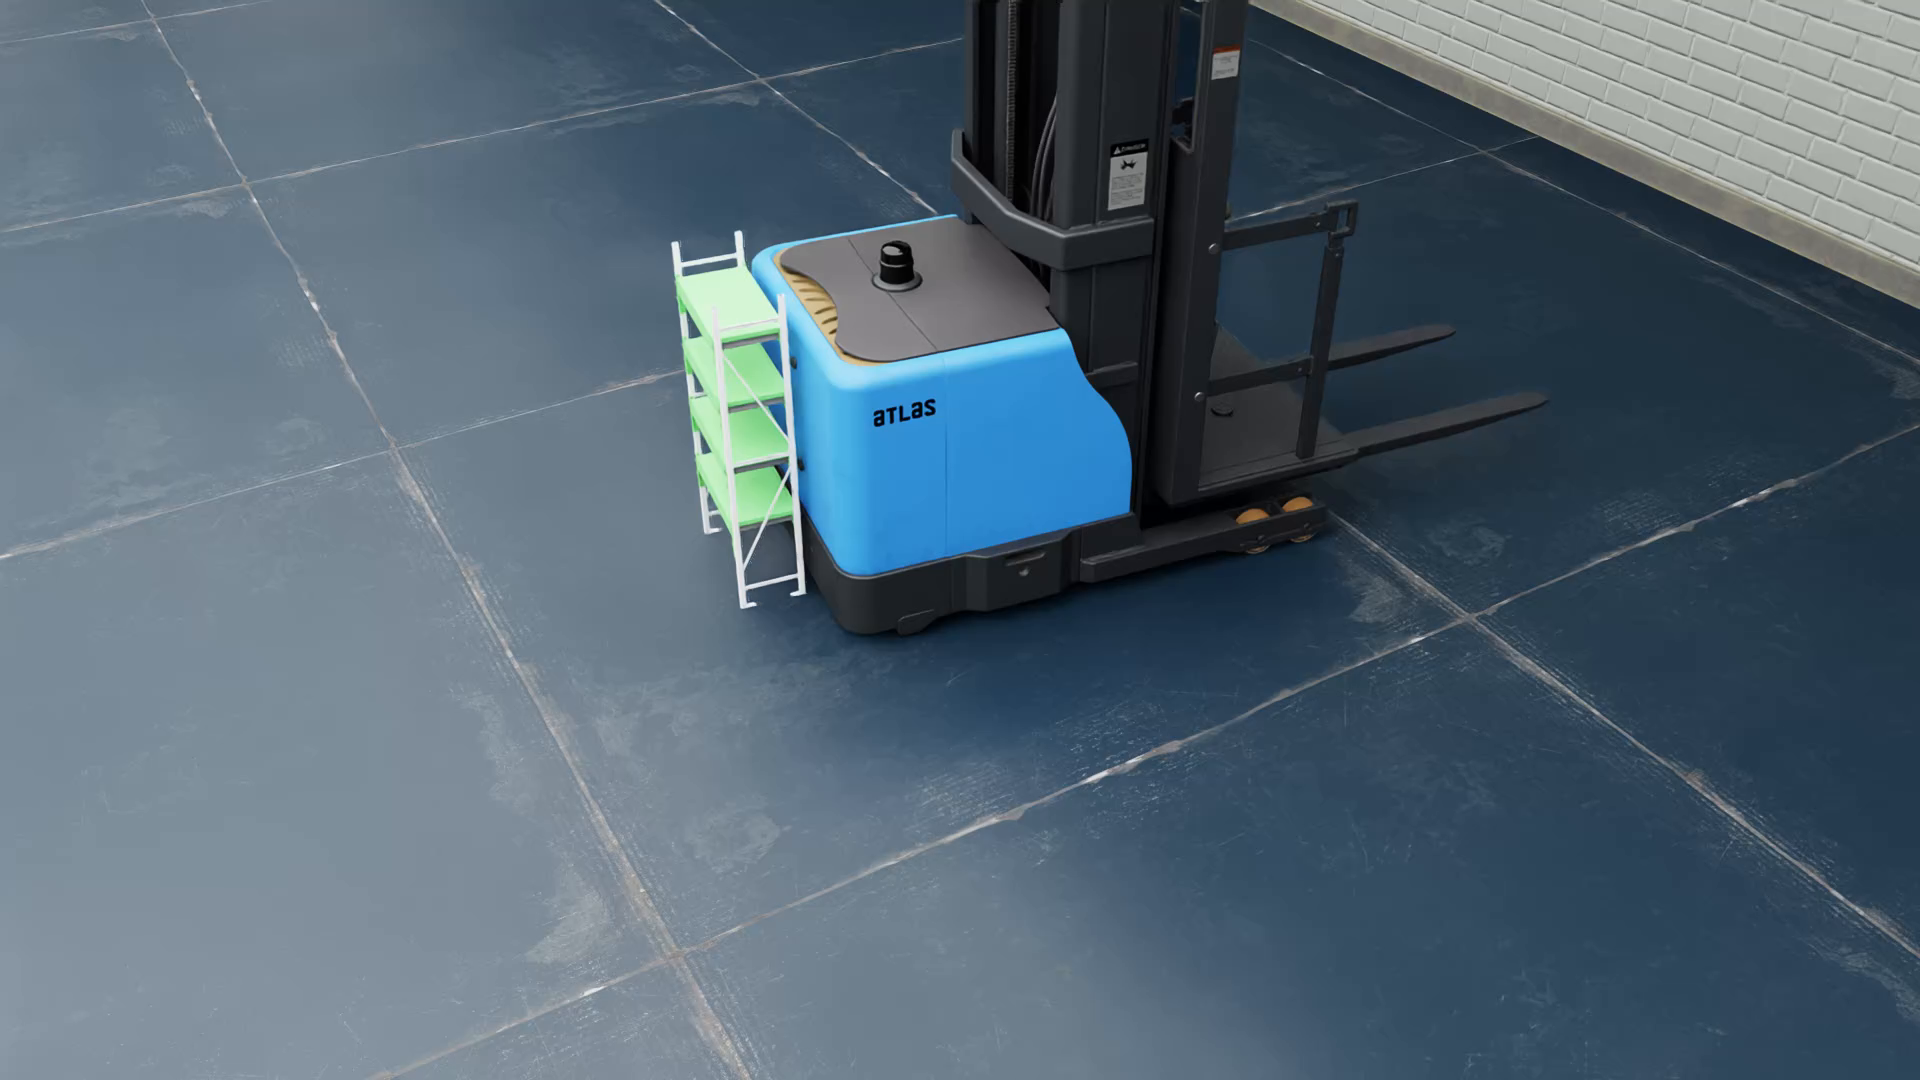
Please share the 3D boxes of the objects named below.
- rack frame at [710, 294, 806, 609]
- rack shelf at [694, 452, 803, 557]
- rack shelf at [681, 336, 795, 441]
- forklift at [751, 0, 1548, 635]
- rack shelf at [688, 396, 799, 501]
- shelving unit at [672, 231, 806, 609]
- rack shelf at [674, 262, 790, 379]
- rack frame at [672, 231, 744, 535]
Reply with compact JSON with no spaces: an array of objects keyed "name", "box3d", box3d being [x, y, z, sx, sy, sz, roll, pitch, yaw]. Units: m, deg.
[{"name":"rack frame","box3d":[-0.669,-0.269,5.601,0.240,1.200,0.015,-14,38,-18]},{"name":"rack shelf","box3d":[-0.761,-0.157,5.962,0.258,0.148,0.480,-14,38,-18]},{"name":"rack shelf","box3d":[-0.761,-0.544,5.679,0.258,0.148,0.480,-14,38,-18]},{"name":"forklift","box3d":[0.823,-1.408,5.692,3.031,2.935,1.130,-14,38,-18]},{"name":"rack shelf","box3d":[-0.761,-0.351,5.821,0.258,0.148,0.480,-14,38,-18]},{"name":"shelving unit","box3d":[-0.761,-0.402,5.783,0.258,1.200,0.503,-14,38,-18]},{"name":"rack shelf","box3d":[-0.762,-0.738,5.538,0.258,0.148,0.480,-14,38,-18]},{"name":"rack frame","box3d":[-0.854,-0.535,5.966,0.240,1.200,0.015,-14,38,-18]}]
